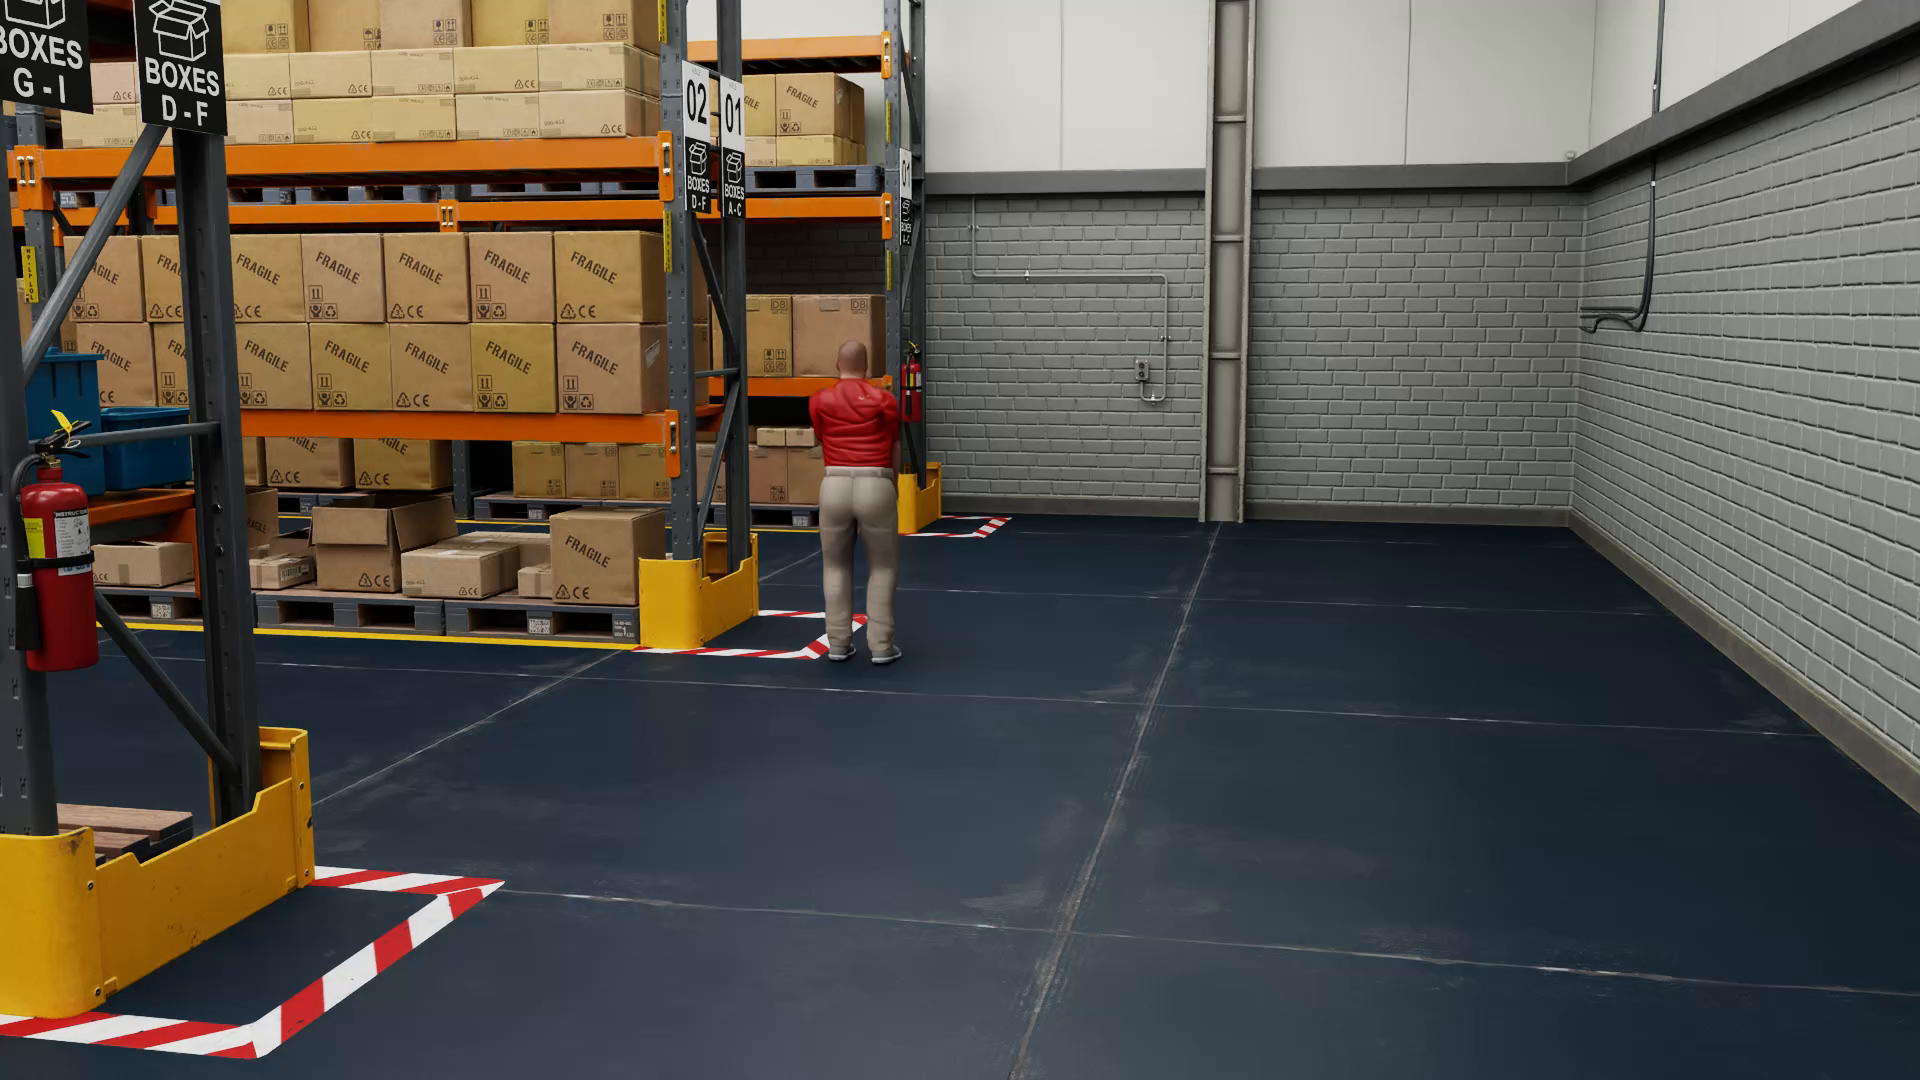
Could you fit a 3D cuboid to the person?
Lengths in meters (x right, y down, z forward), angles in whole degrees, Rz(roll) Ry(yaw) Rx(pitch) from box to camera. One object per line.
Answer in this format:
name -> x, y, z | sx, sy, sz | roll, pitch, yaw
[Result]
person -> -0.546, -0.252, 8.940 | 0.490, 1.647, 0.541 | 1, 8, 9
